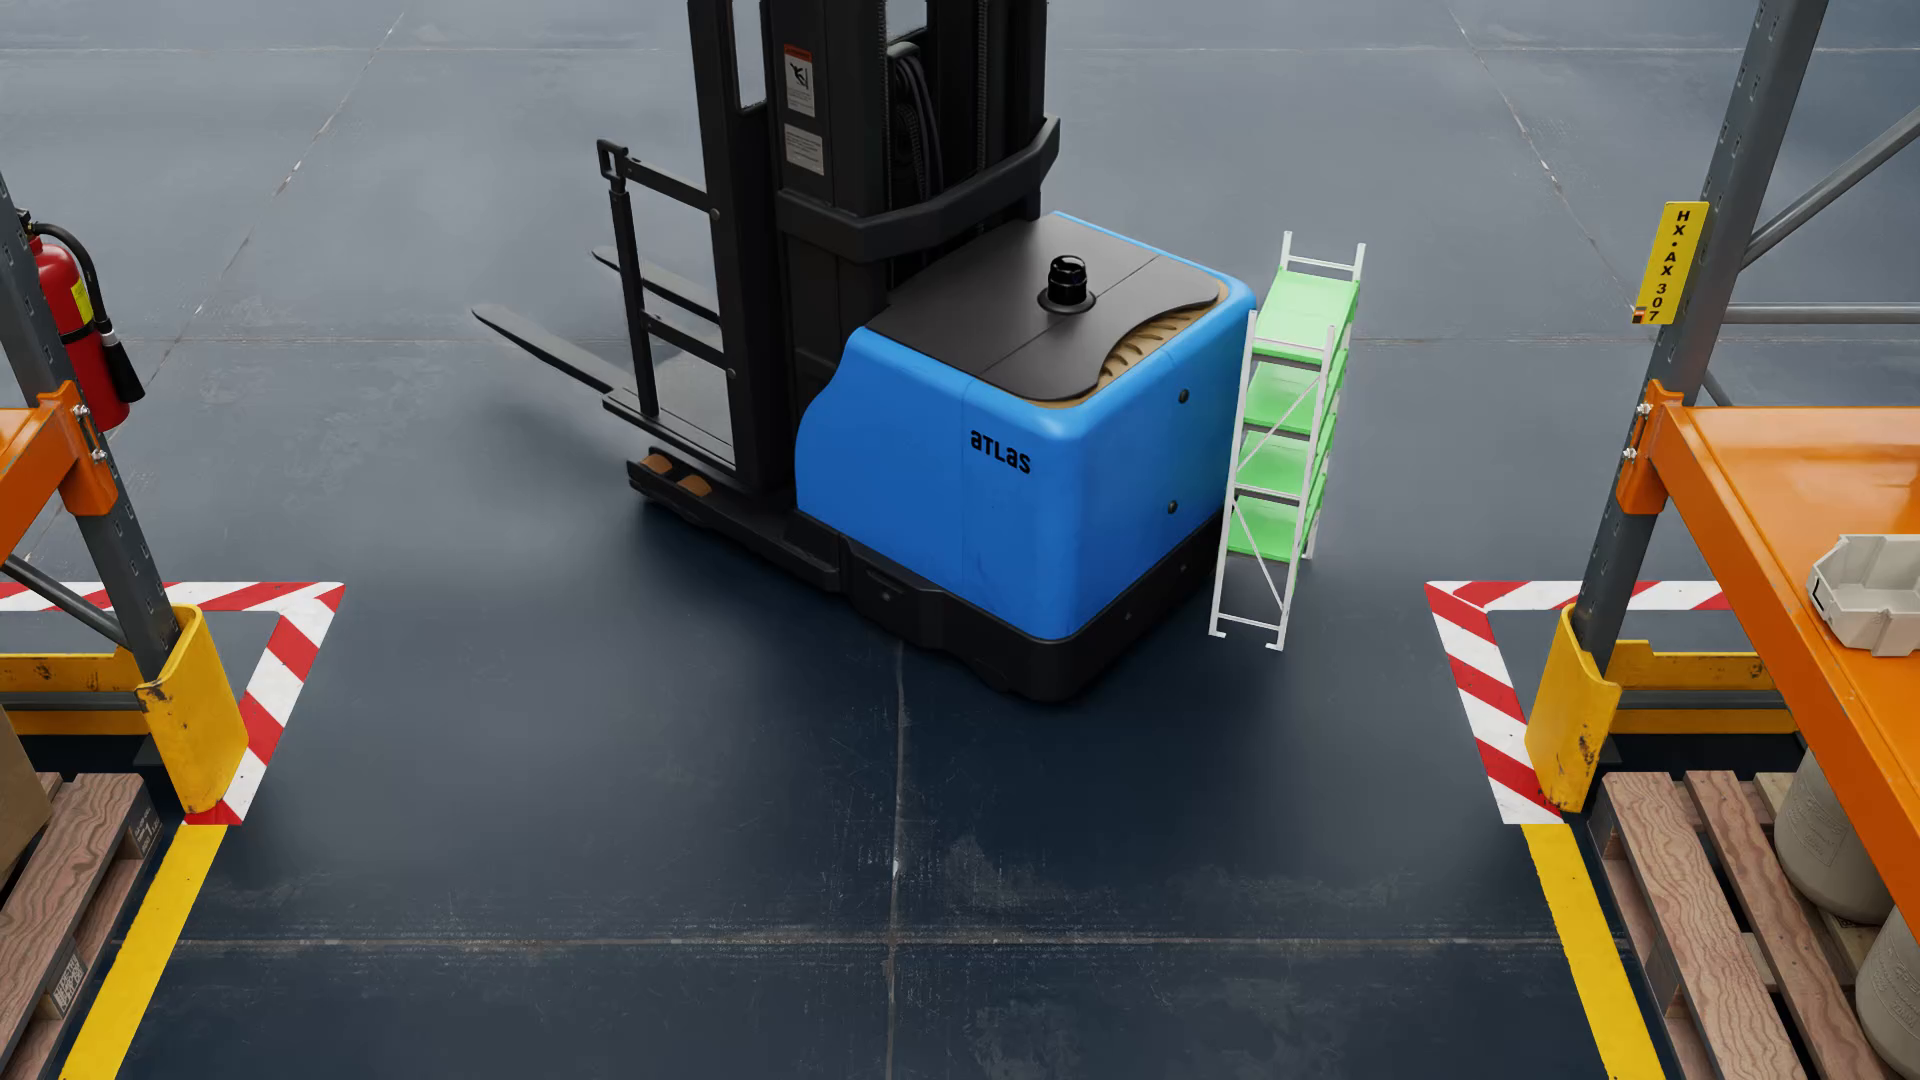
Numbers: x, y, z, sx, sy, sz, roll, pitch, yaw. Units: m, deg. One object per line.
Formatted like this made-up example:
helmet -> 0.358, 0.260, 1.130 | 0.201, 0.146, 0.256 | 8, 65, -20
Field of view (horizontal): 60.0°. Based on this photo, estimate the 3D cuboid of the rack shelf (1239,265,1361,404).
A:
rack shelf -> 1.003, -0.611, 4.888 | 0.258, 0.148, 0.480 | 13, 40, 16

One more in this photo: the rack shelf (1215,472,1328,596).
rack shelf -> 1.003, -0.049, 5.338 | 0.258, 0.148, 0.480 | 13, 40, 16

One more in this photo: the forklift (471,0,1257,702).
forklift -> -0.545, -1.430, 5.190 | 3.031, 2.935, 1.130 | 28, 46, 30

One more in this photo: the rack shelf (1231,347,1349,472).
rack shelf -> 1.003, -0.424, 5.038 | 0.258, 0.148, 0.480 | 13, 40, 16

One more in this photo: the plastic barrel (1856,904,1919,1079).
plastic barrel -> 2.311, 0.989, 3.771 | 0.421, 0.512, 0.421 | 0, 39, 0

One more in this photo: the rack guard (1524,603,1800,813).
rack guard -> 2.280, 0.480, 4.752 | 1.175, 0.500, 0.348 | 0, 39, 0

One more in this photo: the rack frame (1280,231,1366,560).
rack frame -> 1.086, -0.430, 5.327 | 0.240, 1.200, 0.015 | 13, 40, 16

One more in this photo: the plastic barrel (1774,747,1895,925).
plastic barrel -> 2.310, 0.675, 4.162 | 0.421, 0.512, 0.421 | 0, 39, 0

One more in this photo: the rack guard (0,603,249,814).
rack guard -> -2.720, 0.483, 4.747 | 1.175, 0.500, 0.348 | 0, 39, 0

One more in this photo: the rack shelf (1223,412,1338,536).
rack shelf -> 1.003, -0.236, 5.188 | 0.258, 0.148, 0.480 | 13, 40, 16

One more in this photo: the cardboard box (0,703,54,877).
cardboard box -> -2.736, 0.662, 4.188 | 0.500, 0.500, 0.500 | 7, 39, 8

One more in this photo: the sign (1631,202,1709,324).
sign -> 1.683, -0.654, 3.946 | 0.100, 0.325, 0.005 | 0, 39, 0

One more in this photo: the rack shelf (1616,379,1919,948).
rack shelf -> 2.235, 0.988, 2.694 | 1.077, 0.370, 4.000 | 0, 39, 0

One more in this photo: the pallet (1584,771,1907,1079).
pallet -> 2.276, 1.100, 4.208 | 1.003, 0.211, 1.213 | 0, 39, 0

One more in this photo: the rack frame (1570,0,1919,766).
rack frame -> 2.233, -0.543, 4.029 | 1.000, 3.000, 0.127 | 0, 39, 0

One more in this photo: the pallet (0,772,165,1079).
pallet -> -2.754, 1.104, 4.204 | 1.003, 0.211, 1.213 | 0, 39, 0

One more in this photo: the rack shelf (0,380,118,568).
rack shelf -> -2.717, 0.992, 2.689 | 1.077, 0.370, 4.000 | 0, 39, 0

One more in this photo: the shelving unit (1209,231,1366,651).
shelving unit -> 1.003, -0.286, 5.148 | 0.258, 1.200, 0.503 | 13, 40, 16

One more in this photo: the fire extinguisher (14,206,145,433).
fire extinguisher -> -2.259, -0.581, 4.139 | 0.296, 0.674, 0.183 | 0, 39, 0

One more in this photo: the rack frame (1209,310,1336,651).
rack frame -> 0.919, -0.143, 4.969 | 0.240, 1.200, 0.015 | 13, 40, 16

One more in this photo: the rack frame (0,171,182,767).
rack frame -> -2.720, -0.540, 4.025 | 1.000, 3.000, 0.127 | 0, 39, 0

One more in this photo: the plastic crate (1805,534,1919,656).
plastic crate -> 1.912, 0.119, 3.413 | 0.298, 0.136, 0.250 | 0, 39, 0
